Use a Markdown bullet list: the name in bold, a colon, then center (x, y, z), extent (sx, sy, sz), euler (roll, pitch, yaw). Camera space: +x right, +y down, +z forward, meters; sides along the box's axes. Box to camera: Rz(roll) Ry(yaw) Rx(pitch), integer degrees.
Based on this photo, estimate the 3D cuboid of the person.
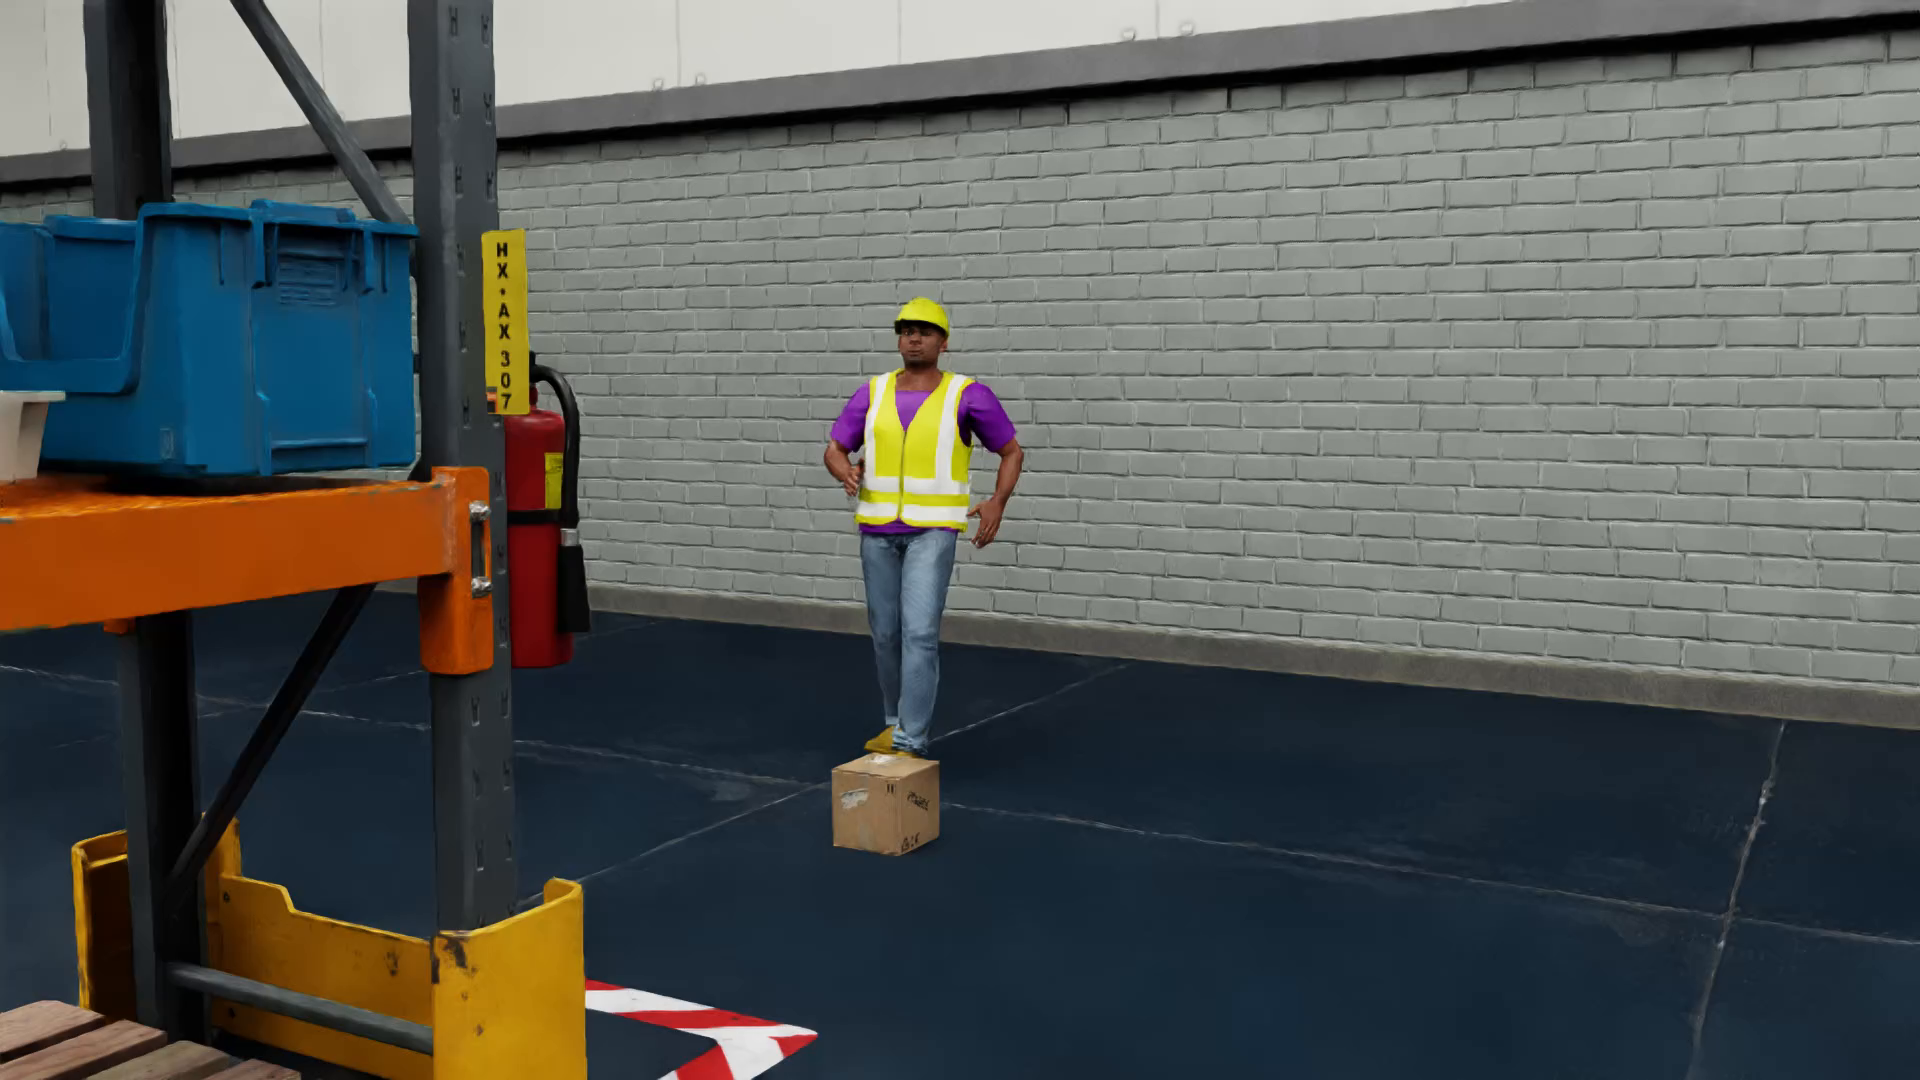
- **person**: center (-0.207, -0.015, 6.149), extent (0.750, 1.761, 0.740), euler (2, 6, 15)
